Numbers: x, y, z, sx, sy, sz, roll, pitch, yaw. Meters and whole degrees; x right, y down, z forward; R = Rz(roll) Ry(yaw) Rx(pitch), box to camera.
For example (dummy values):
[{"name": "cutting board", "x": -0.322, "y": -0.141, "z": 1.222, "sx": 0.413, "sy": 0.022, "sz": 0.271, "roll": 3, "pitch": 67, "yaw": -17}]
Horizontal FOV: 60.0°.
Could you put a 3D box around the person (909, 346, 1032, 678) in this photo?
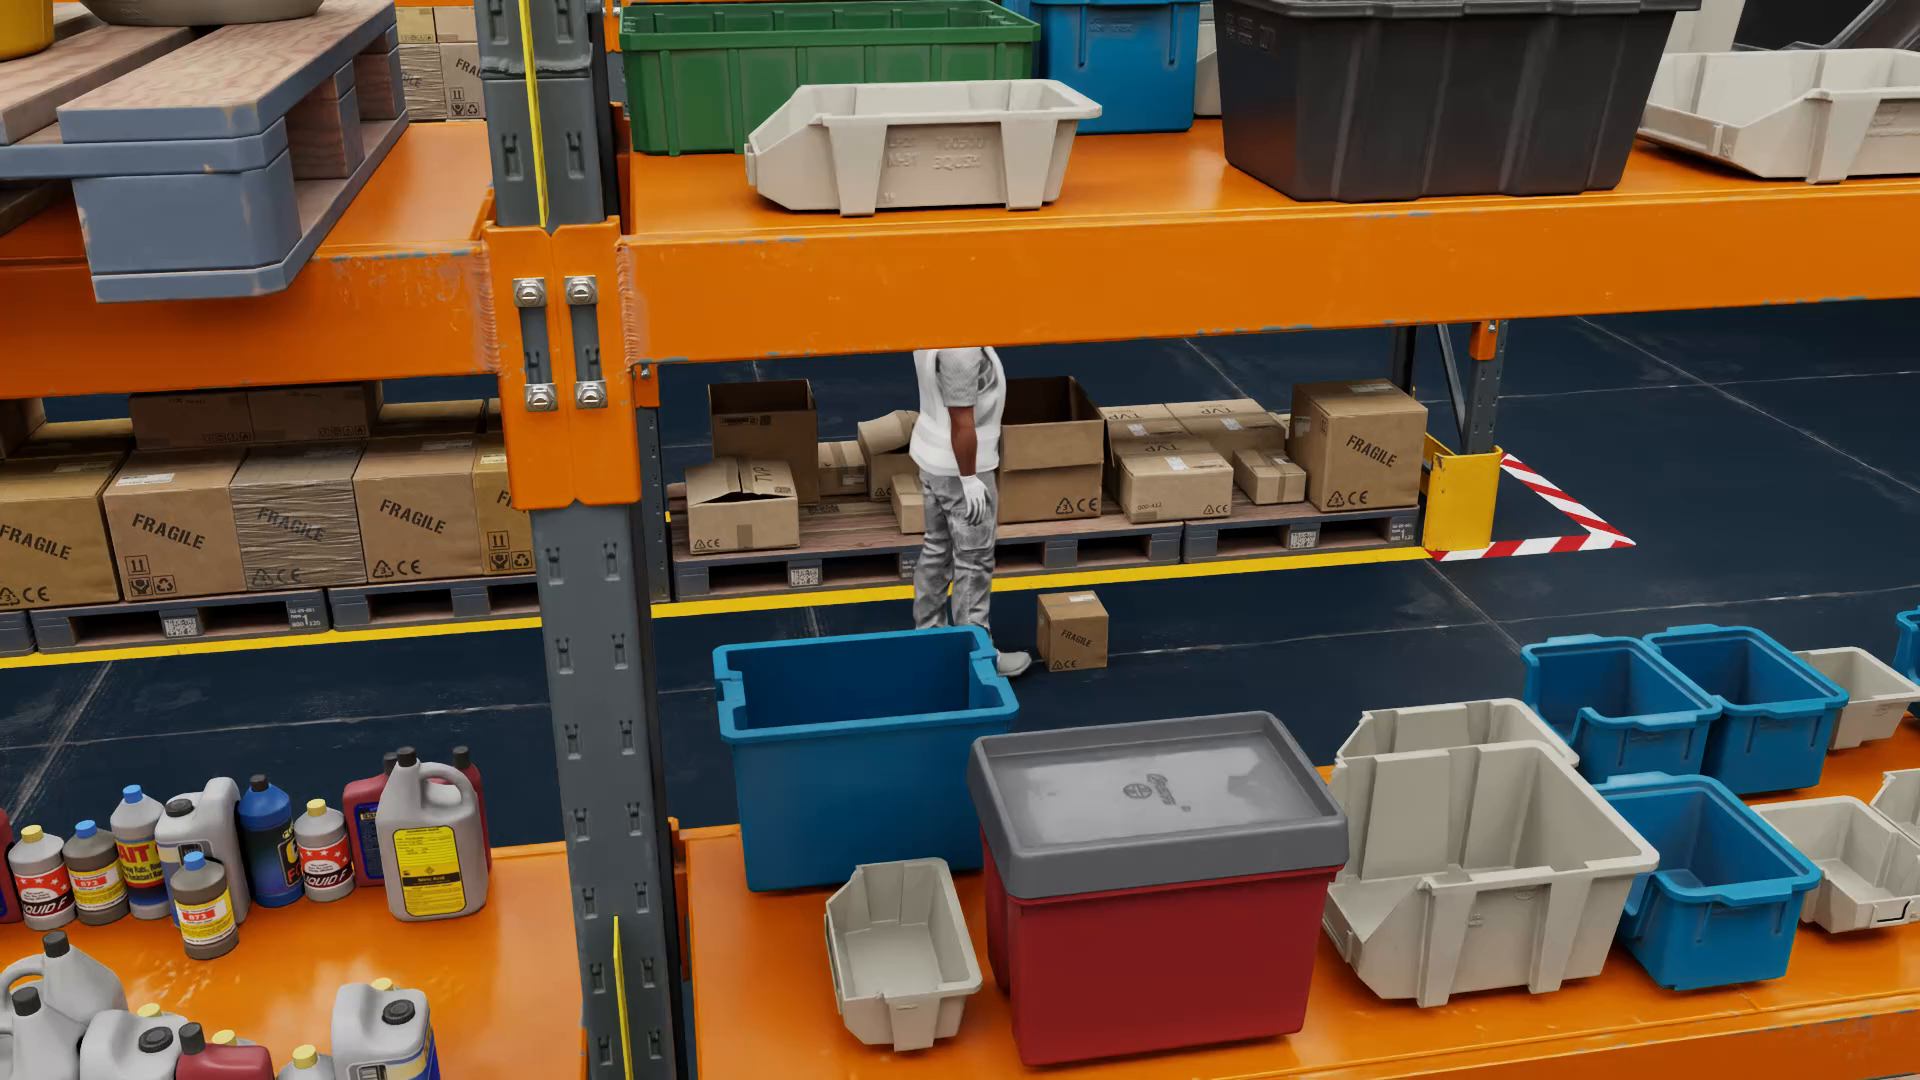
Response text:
[{"name": "person", "x": 0.034, "y": -0.312, "z": 6.739, "sx": 0.456, "sy": 1.789, "sz": 0.586, "roll": -7, "pitch": 24, "yaw": -16}]
